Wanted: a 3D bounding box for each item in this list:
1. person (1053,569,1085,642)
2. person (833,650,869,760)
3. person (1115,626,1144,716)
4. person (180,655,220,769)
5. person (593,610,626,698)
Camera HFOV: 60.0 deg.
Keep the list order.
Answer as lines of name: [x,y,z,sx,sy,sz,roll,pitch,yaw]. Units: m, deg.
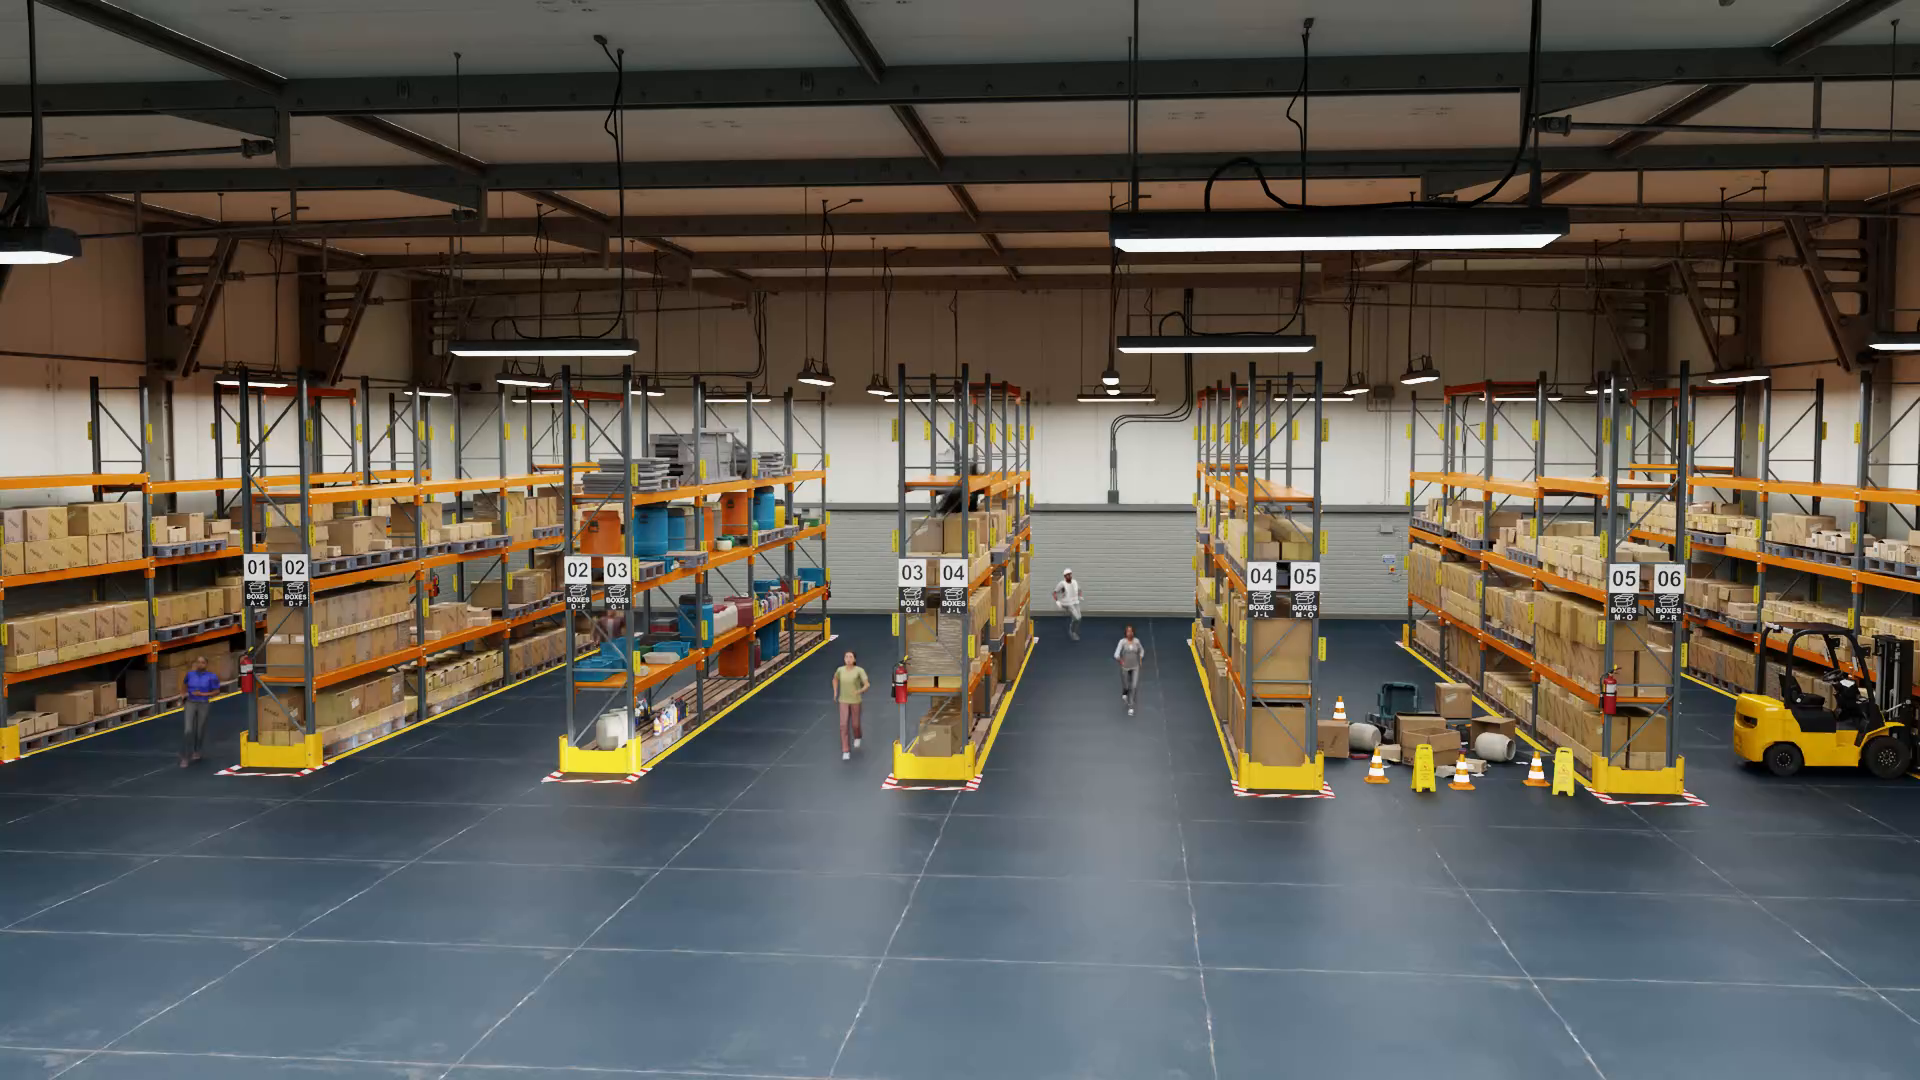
person: [2.680,1.565,39.920,0.745,1.748,0.584,-3,5,-37]
person: [-1.697,2.513,25.733,0.604,1.647,0.907,0,4,6]
person: [3.035,2.315,29.747,0.547,1.584,0.759,0,4,-1]
person: [-11.504,2.586,25.218,0.563,1.706,0.744,-1,4,-16]
person: [-6.650,2.091,31.764,0.711,1.764,0.923,0,4,-1]
